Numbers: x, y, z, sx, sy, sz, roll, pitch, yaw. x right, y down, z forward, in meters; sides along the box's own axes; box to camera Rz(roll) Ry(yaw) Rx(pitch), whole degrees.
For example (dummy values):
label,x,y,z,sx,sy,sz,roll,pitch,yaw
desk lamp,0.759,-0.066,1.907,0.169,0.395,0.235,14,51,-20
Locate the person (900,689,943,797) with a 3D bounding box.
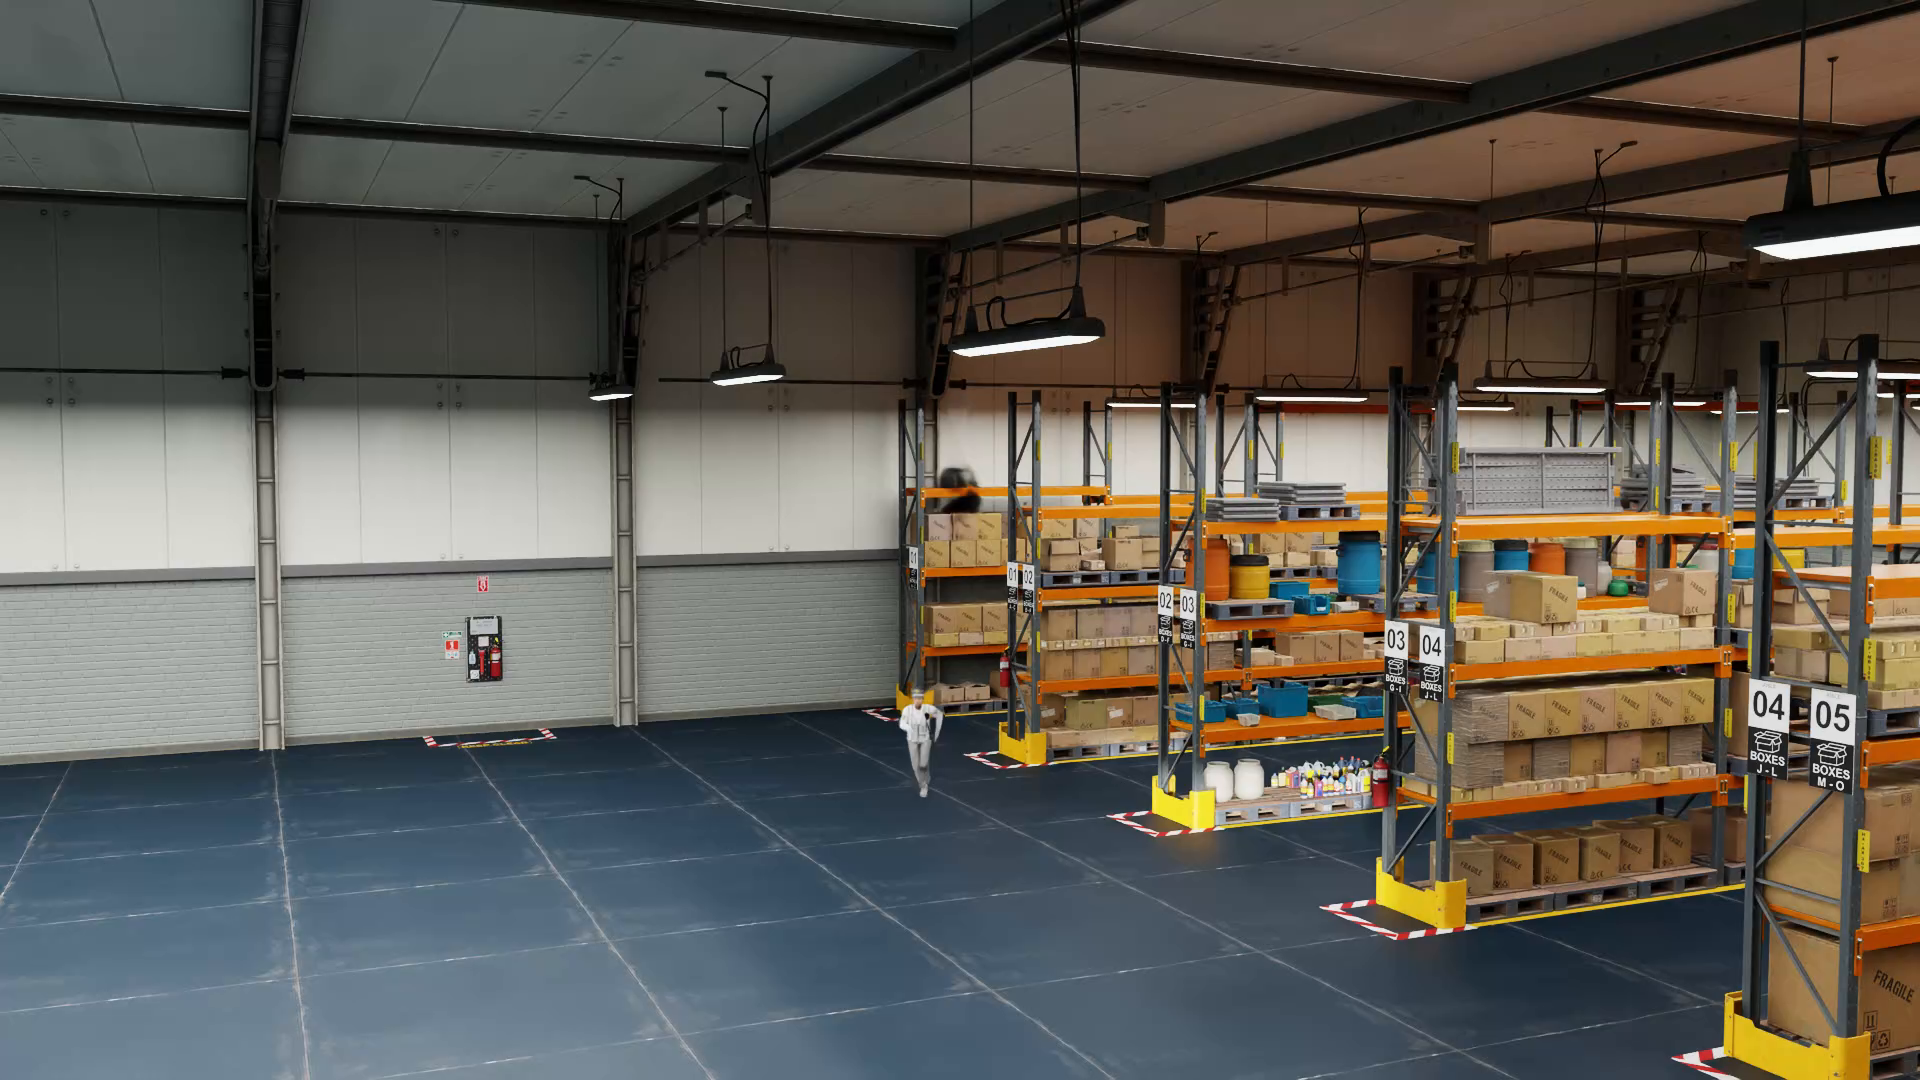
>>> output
label,x,y,z,sx,sy,sz,roll,pitch,yaw
person,-0.572,2.950,24.185,0.597,1.628,0.660,0,3,8
